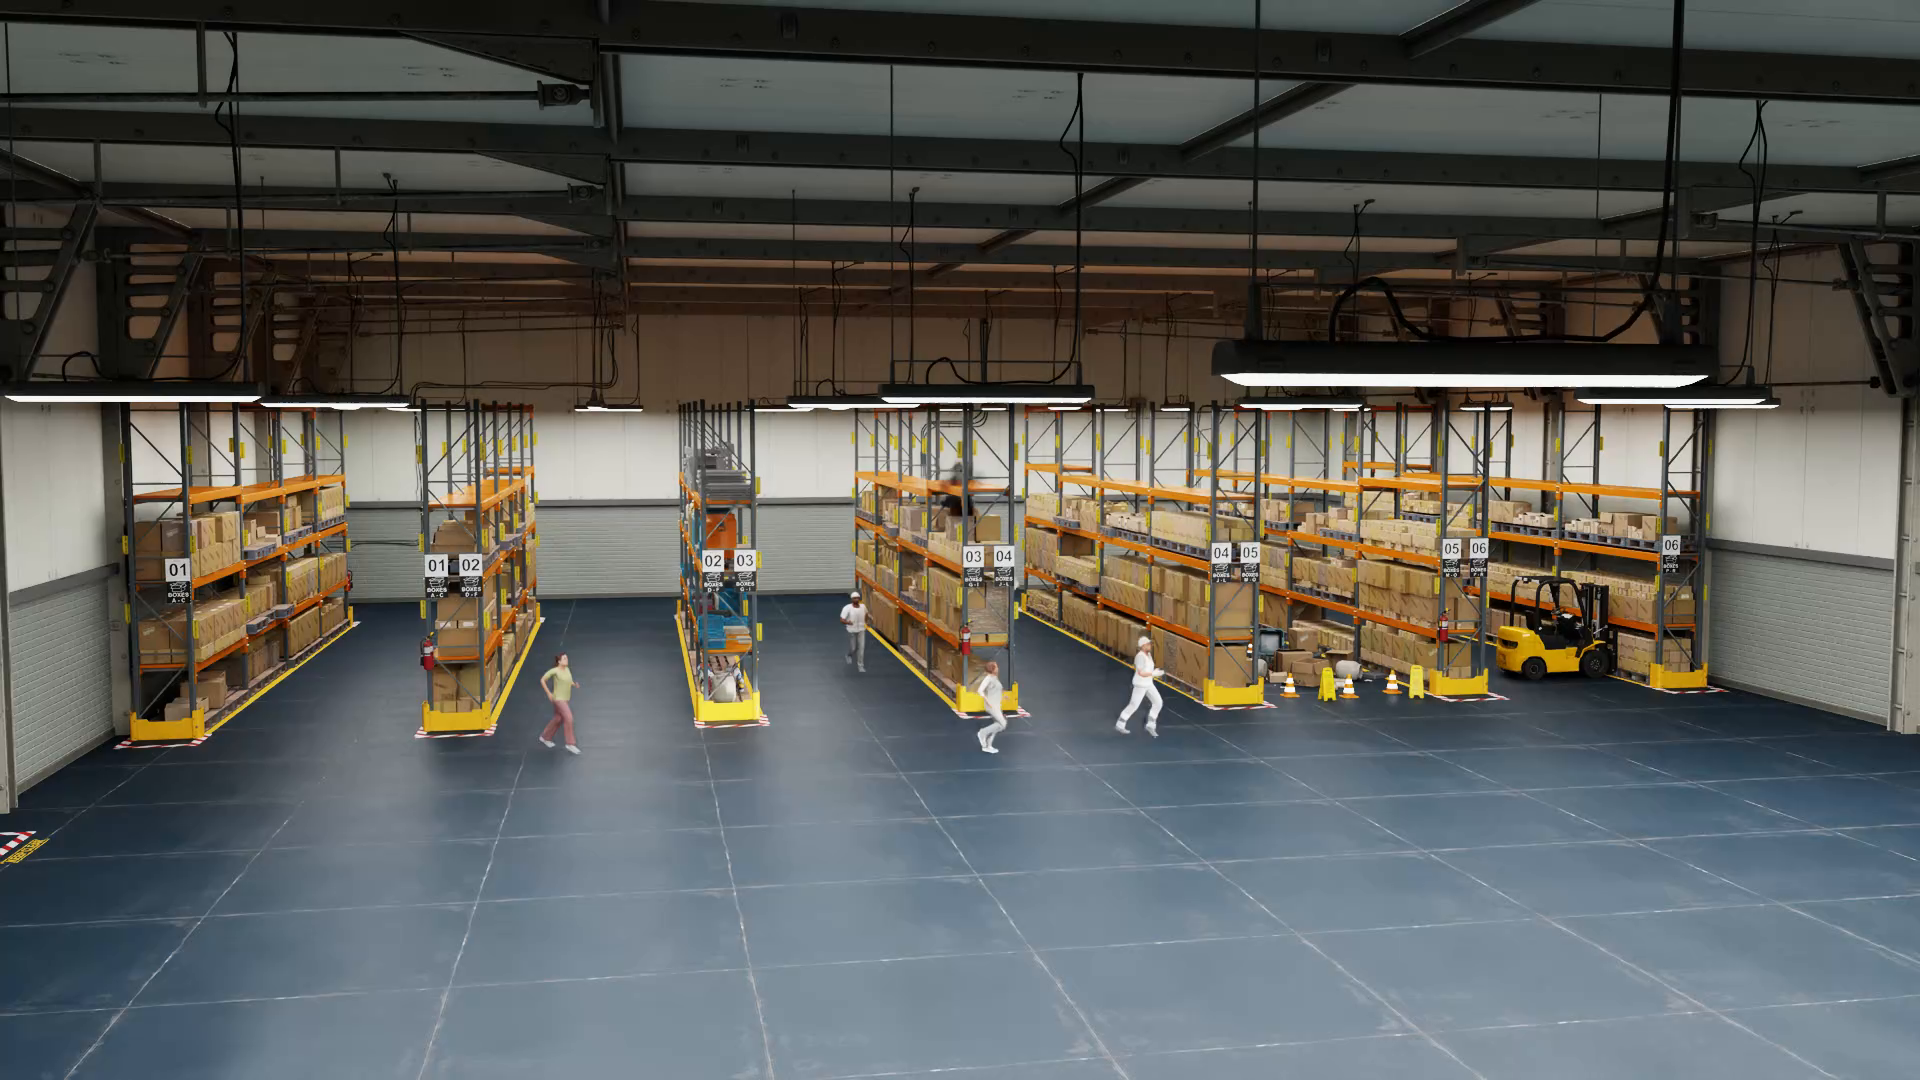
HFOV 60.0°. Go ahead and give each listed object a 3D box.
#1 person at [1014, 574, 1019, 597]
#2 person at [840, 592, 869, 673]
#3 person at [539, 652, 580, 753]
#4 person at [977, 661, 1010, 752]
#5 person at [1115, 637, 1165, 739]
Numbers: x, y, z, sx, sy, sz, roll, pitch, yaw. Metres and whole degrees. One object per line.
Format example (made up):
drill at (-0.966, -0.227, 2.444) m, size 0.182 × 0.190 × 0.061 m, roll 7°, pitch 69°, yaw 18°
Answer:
person at (1.316, 1.497, 45.005) m, size 0.572 × 1.710 × 0.667 m, roll -1°, pitch 4°, yaw -7°
person at (-2.326, 2.035, 37.101) m, size 0.700 × 1.762 × 0.956 m, roll -2°, pitch 5°, yaw -22°
person at (-6.804, 2.755, 28.301) m, size 0.839 × 1.693 × 0.569 m, roll 1°, pitch 4°, yaw 16°
person at (0.577, 2.825, 28.129) m, size 0.537 × 1.558 × 0.530 m, roll 1°, pitch 4°, yaw 15°
person at (3.227, 2.608, 29.465) m, size 0.910 × 1.818 × 0.673 m, roll 2°, pitch 5°, yaw 29°
